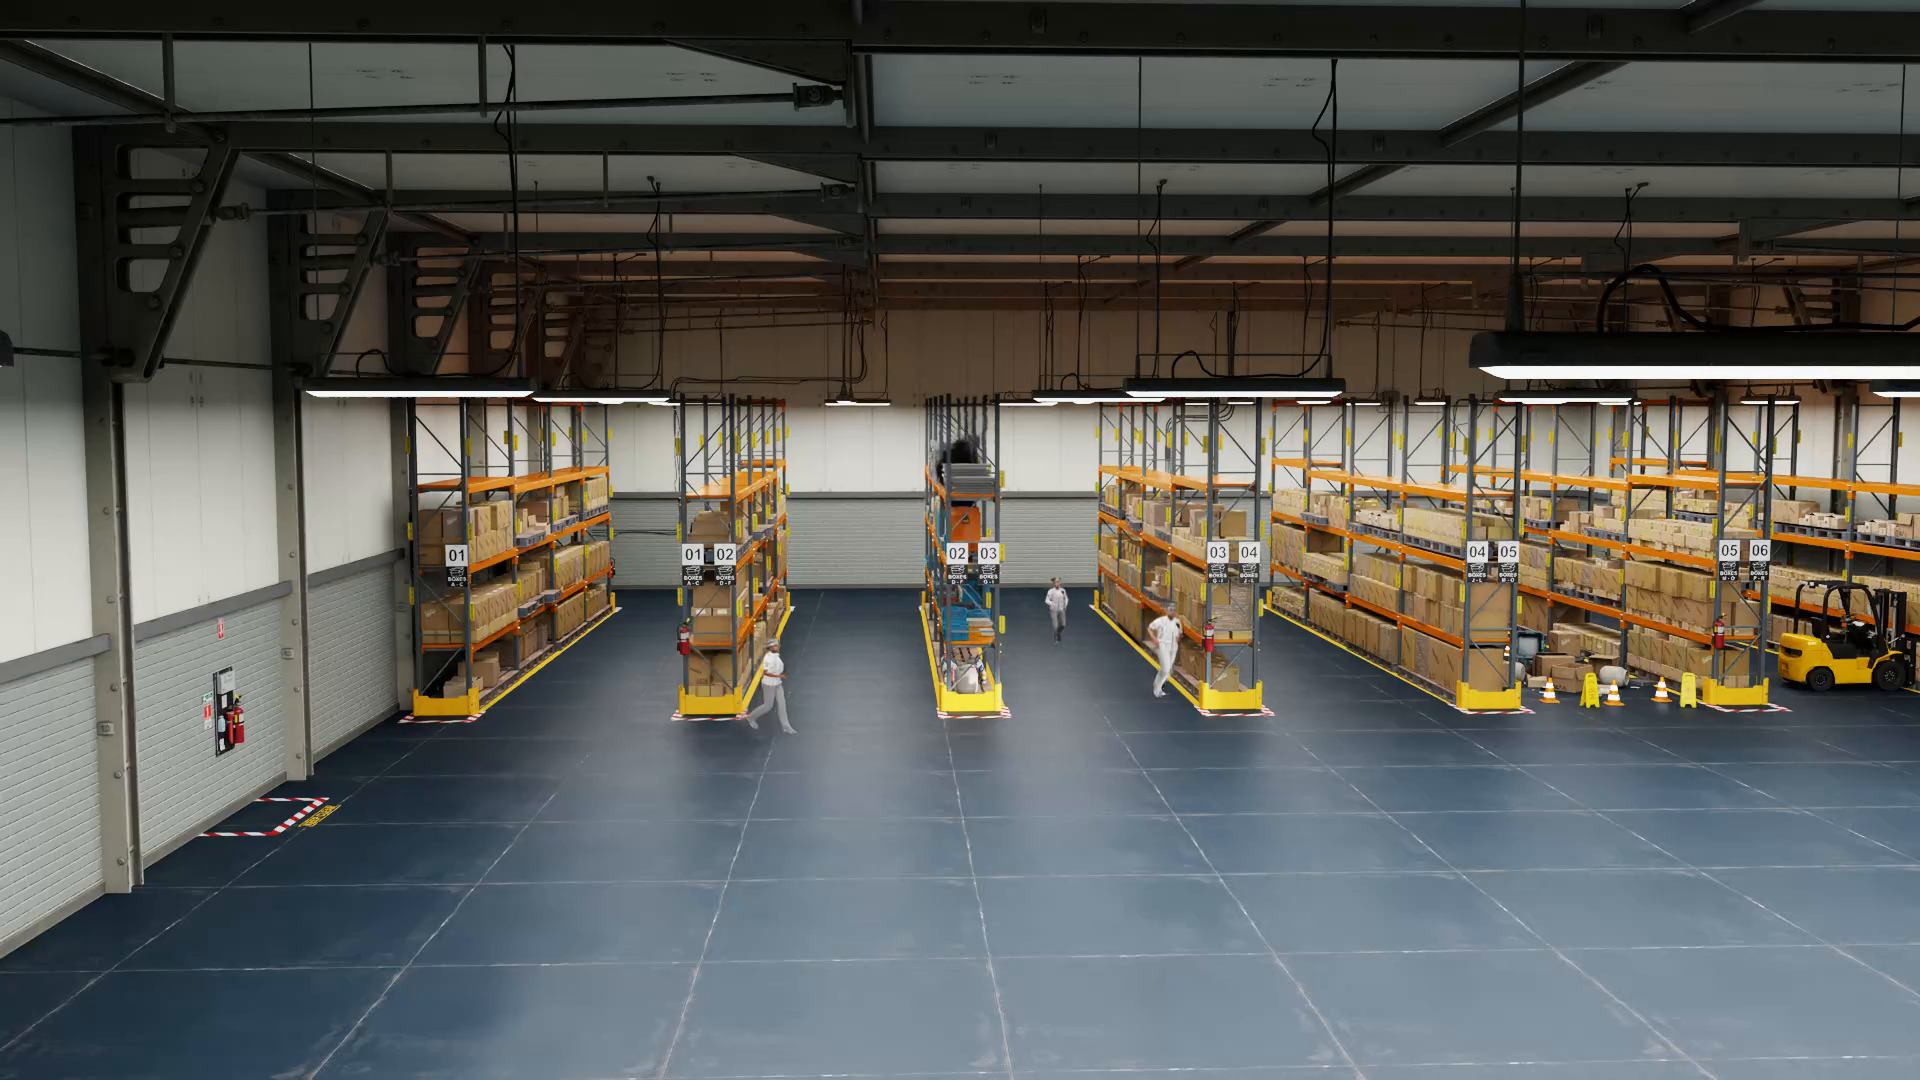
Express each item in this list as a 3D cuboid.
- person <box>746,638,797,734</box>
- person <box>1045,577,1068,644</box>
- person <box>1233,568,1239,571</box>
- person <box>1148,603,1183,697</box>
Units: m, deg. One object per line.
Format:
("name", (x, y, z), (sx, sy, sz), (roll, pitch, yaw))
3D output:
("person", (-3.316, 2.554, 29.242), (0.939, 1.697, 0.595), (2, 5, 19))
("person", (2.382, 1.713, 40.262), (0.605, 1.648, 0.547), (-1, 5, -12))
("person", (7.642, 1.158, 46.581), (0.761, 1.777, 1.006), (0, 5, 4))
("person", (3.961, 2.090, 31.569), (0.639, 1.801, 0.570), (-2, 5, -26))
